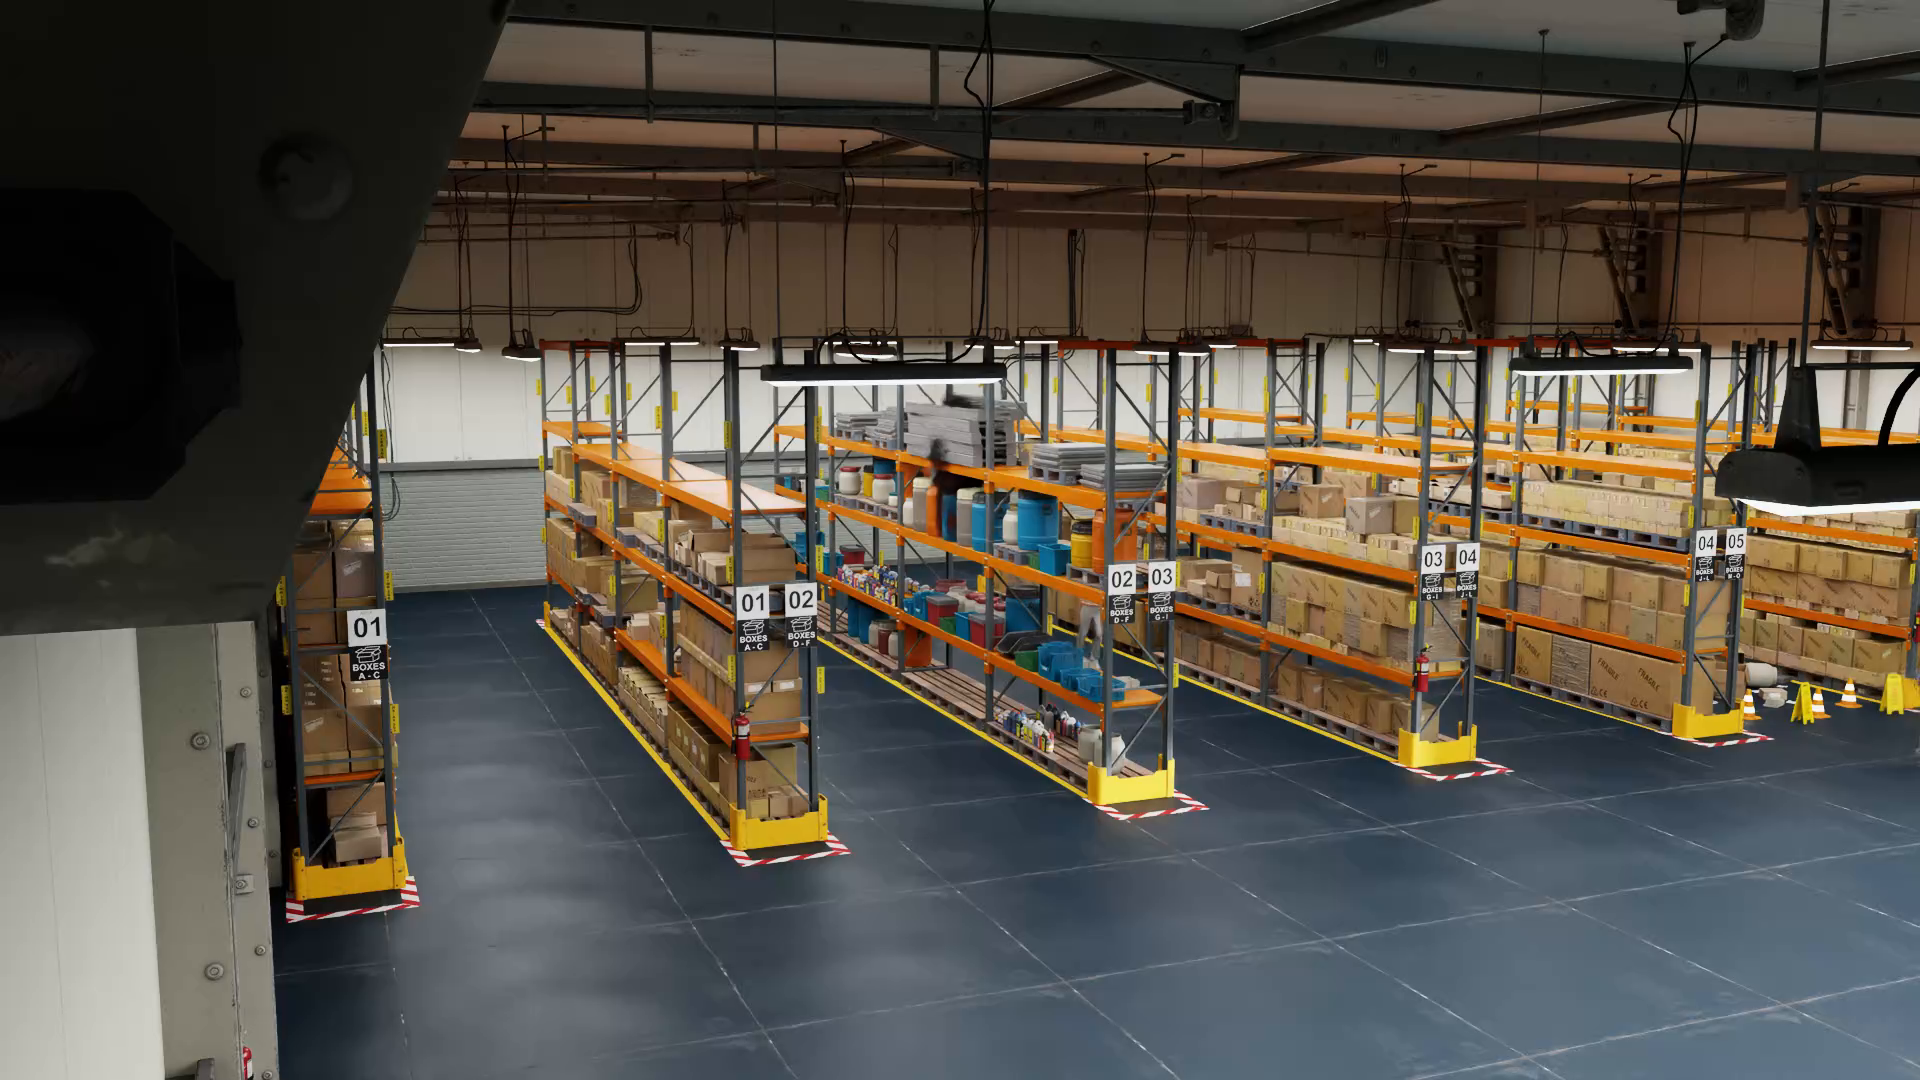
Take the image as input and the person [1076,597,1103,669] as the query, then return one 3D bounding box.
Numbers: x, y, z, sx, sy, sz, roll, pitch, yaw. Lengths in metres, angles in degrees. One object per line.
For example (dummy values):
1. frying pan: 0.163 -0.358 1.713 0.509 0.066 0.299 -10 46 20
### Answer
1. person: 2.321 1.399 29.531 0.526 1.761 0.784 -4 9 -29
